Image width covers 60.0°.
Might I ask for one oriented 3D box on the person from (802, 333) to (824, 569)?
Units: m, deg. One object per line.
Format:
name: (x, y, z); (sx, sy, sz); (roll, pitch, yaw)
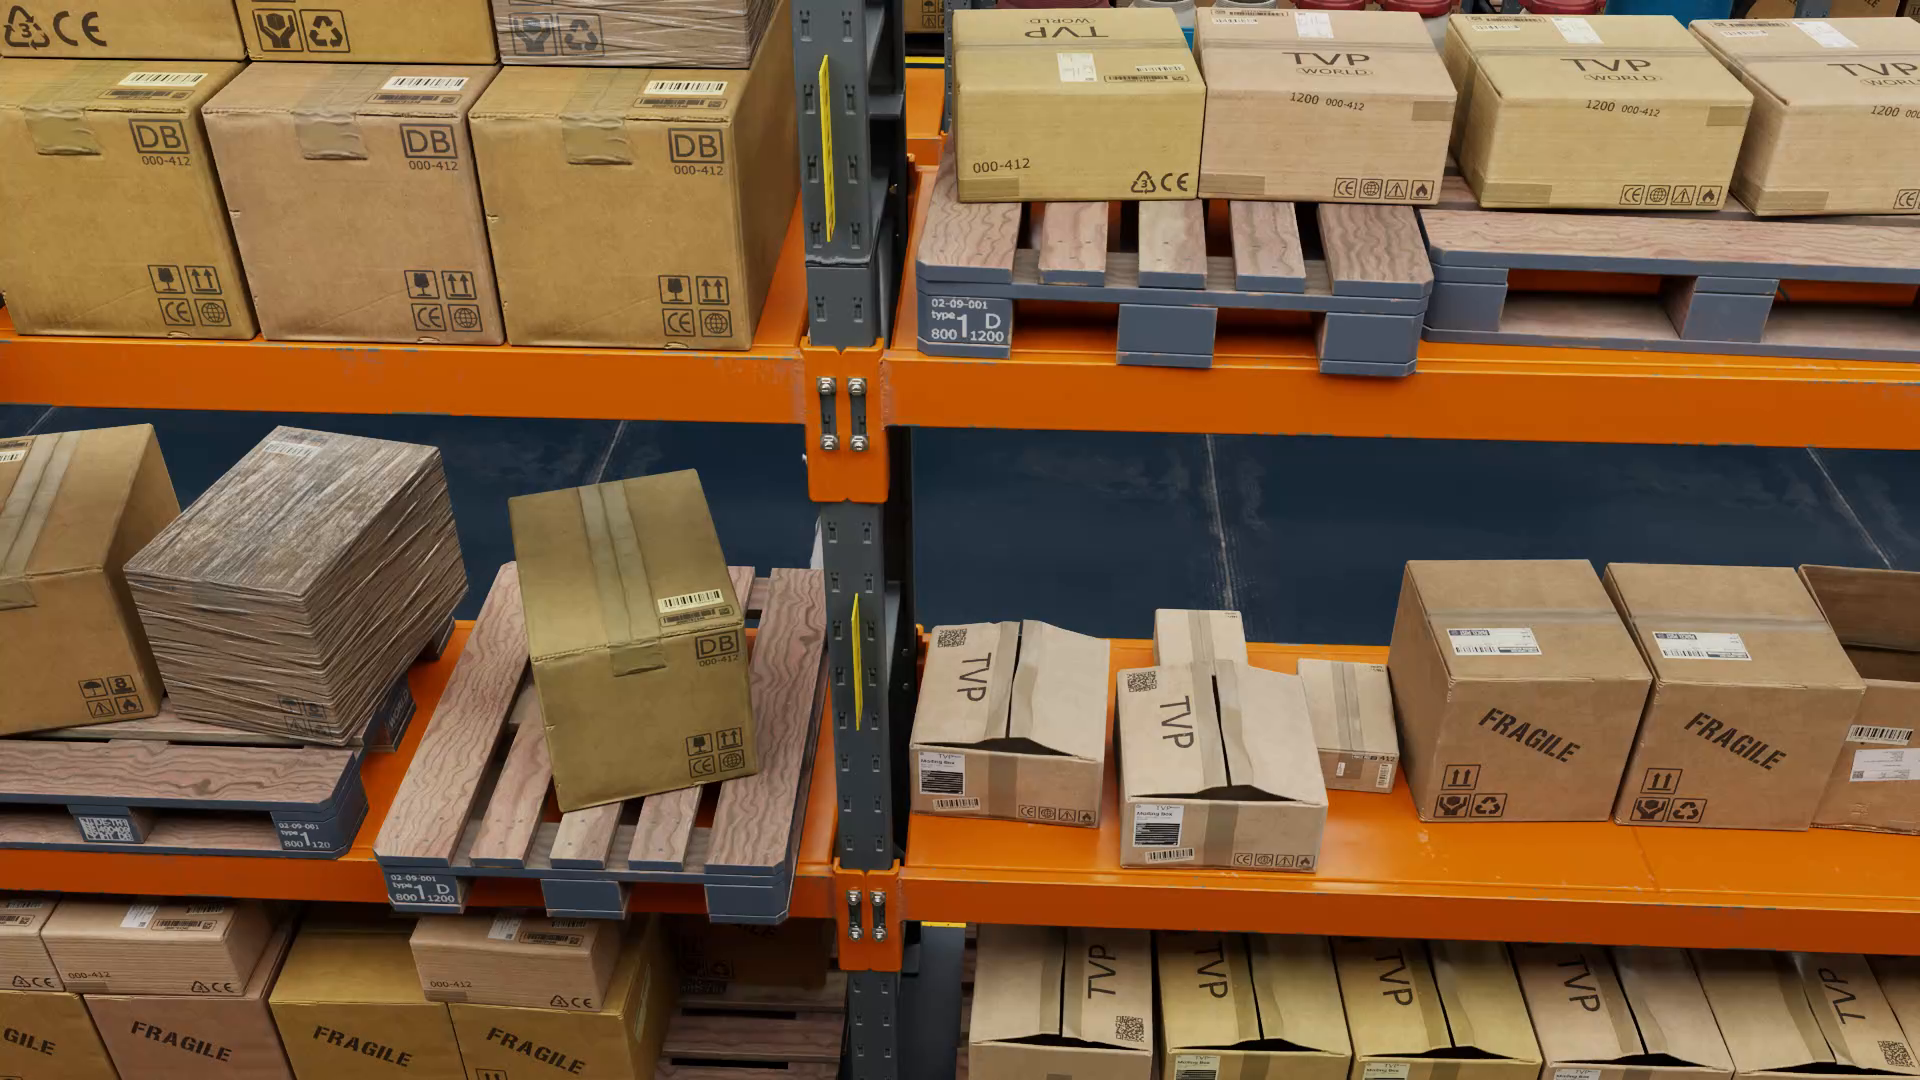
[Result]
person: (-0.416, 0.013, 6.140); (0.421, 1.774, 0.646); (1, 35, 1)
